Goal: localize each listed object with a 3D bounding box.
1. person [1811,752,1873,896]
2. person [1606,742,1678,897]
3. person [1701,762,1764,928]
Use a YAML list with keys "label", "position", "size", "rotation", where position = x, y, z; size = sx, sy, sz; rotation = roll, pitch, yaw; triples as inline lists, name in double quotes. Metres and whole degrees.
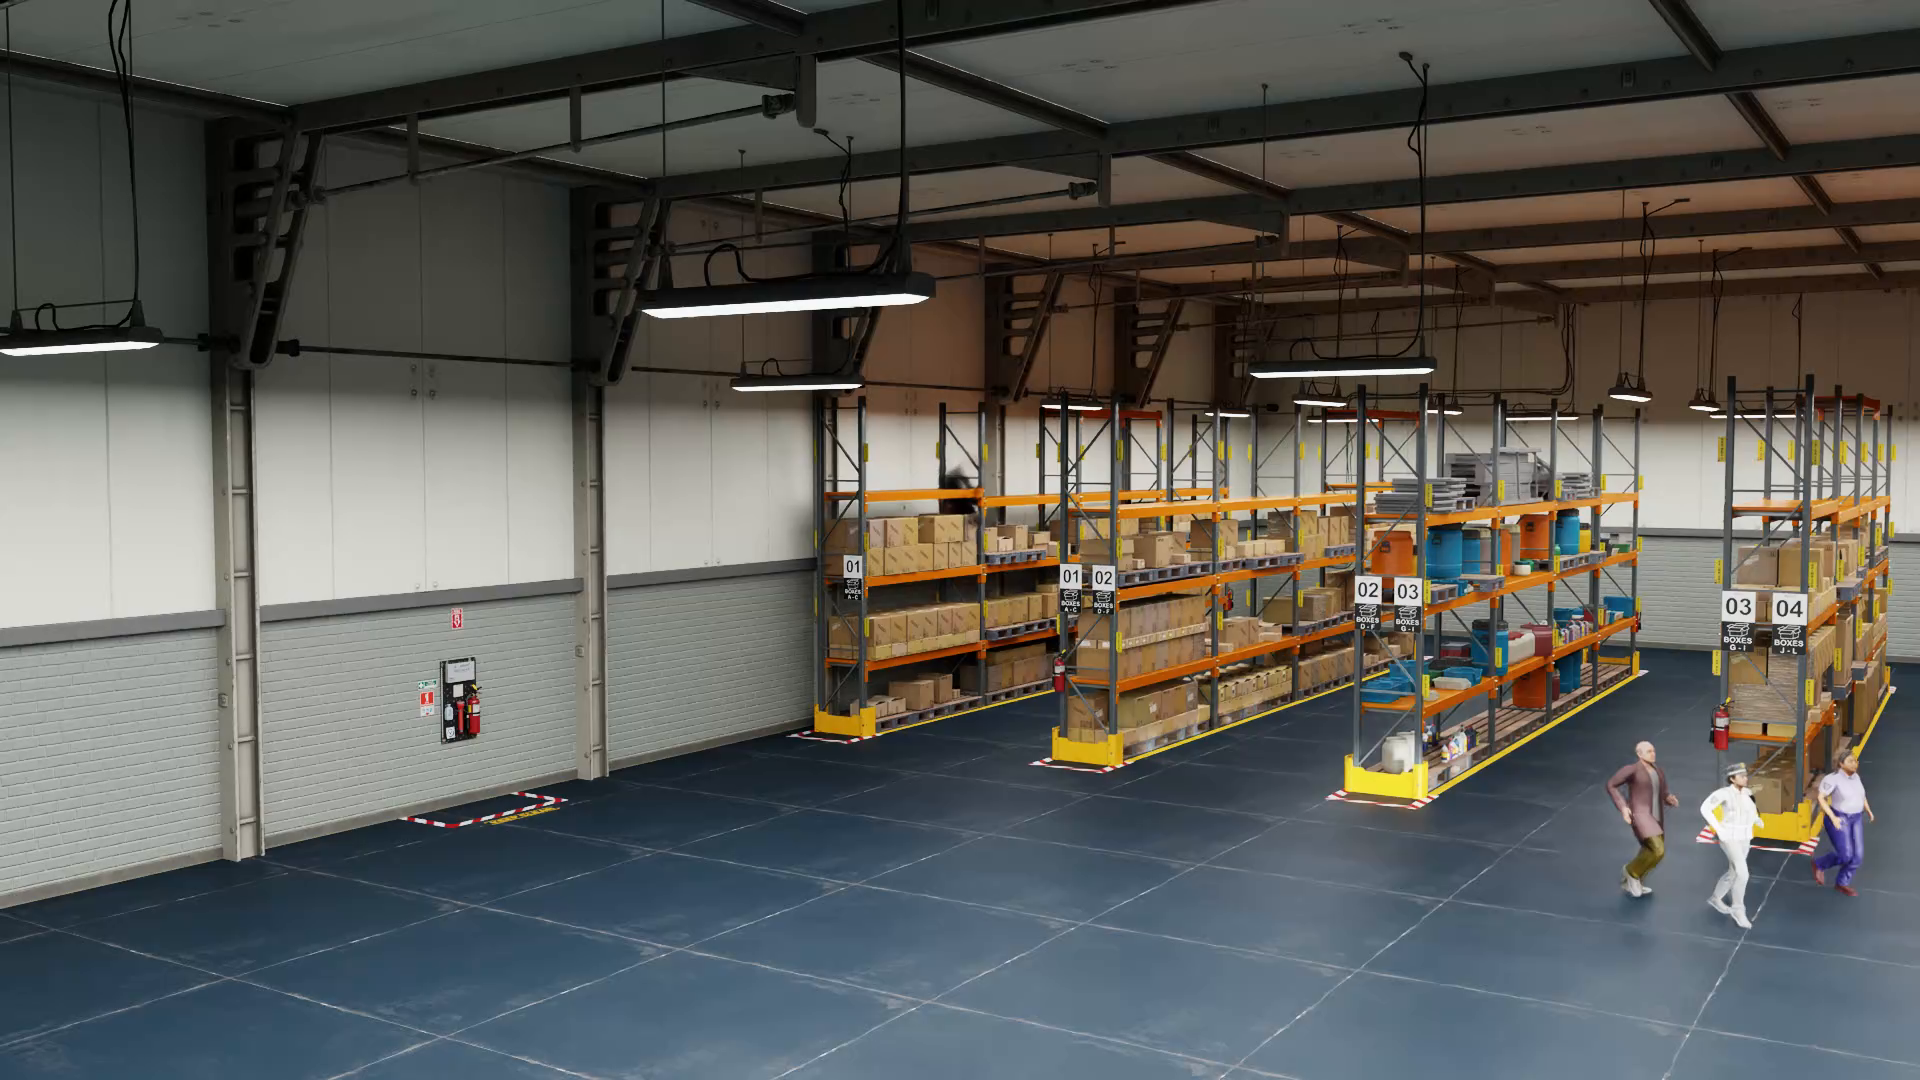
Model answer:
- label: "person"
  position: [10.053, 3.210, 18.950]
  size: [0.624, 1.622, 0.550]
  rotation: [-1, 3, -20]
- label: "person"
  position: [7.717, 3.136, 18.627]
  size: [0.691, 1.740, 0.692]
  rotation: [-2, 3, -29]
- label: "person"
  position: [8.271, 3.234, 17.764]
  size: [0.606, 1.755, 0.665]
  rotation: [-1, 3, -25]
